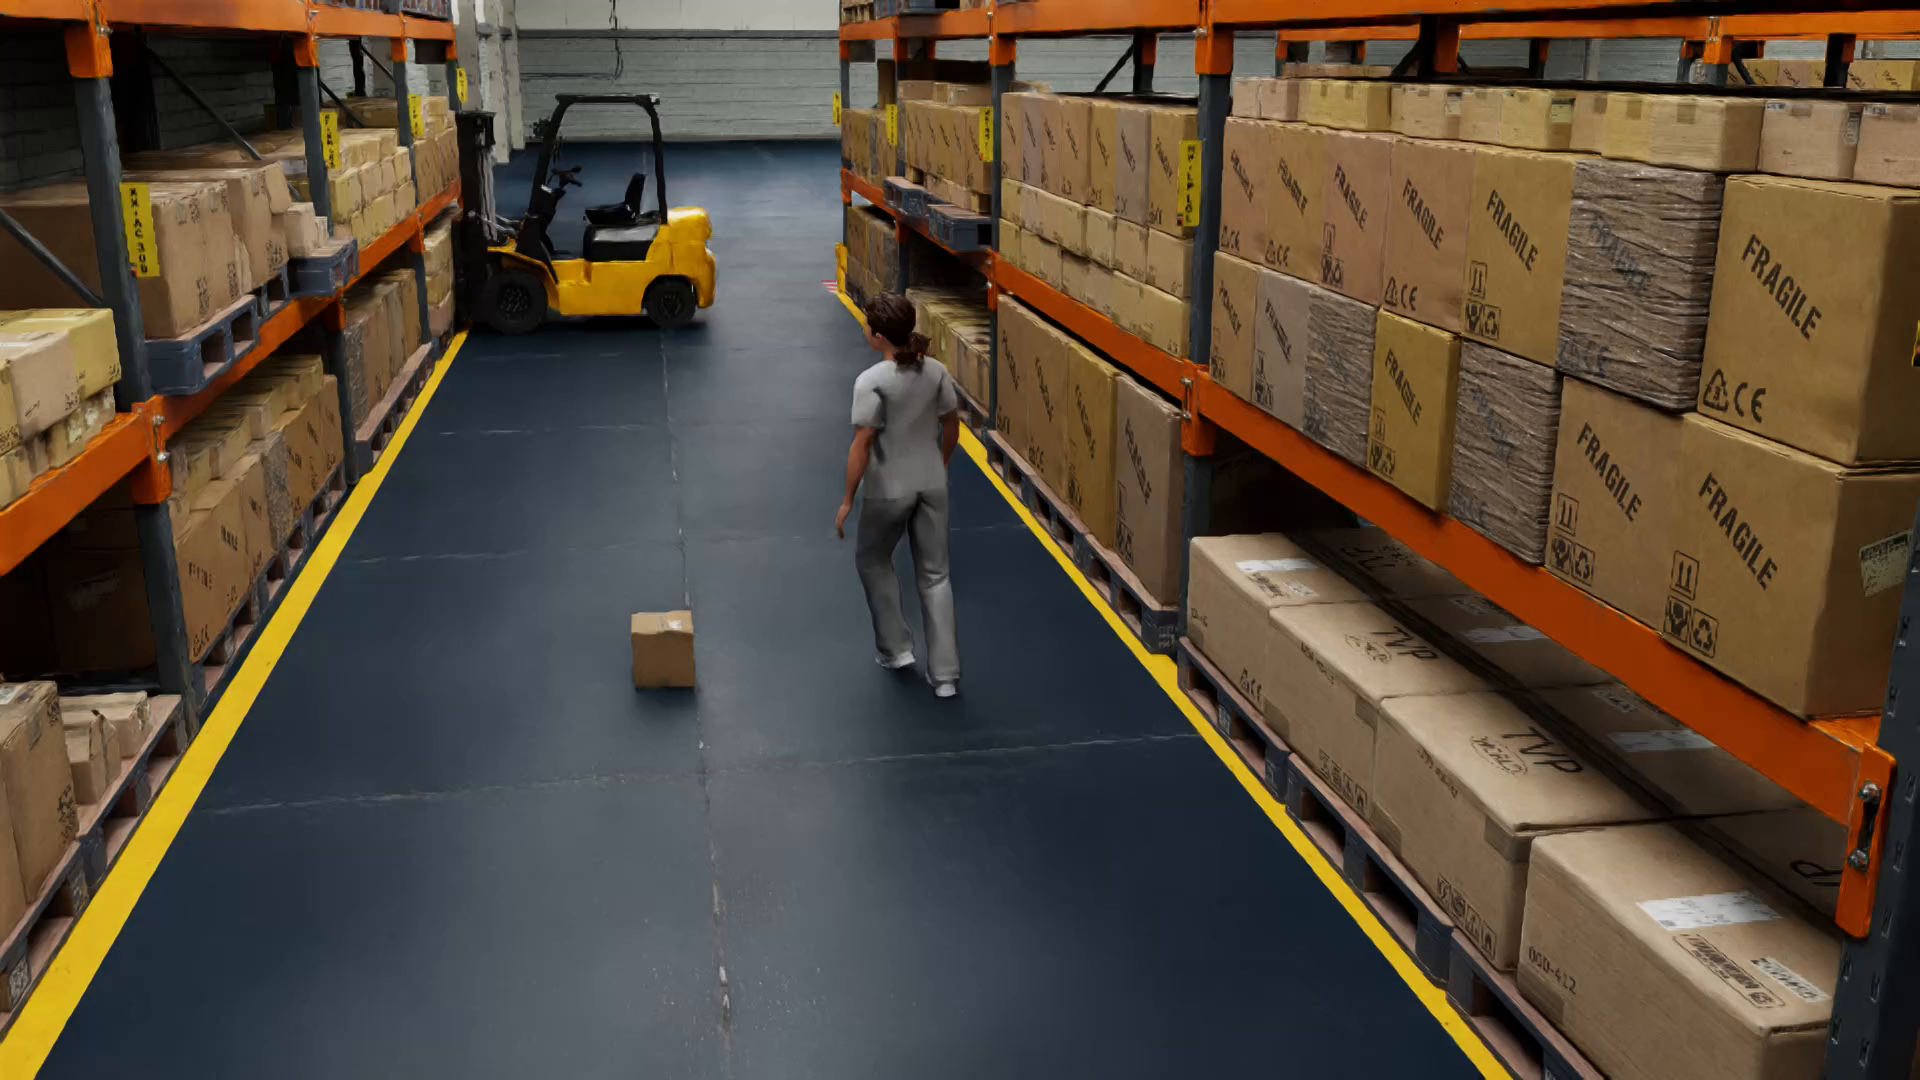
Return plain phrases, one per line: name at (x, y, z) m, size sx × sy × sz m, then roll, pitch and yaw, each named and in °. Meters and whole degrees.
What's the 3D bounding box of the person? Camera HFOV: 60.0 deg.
person at (-0.272, -0.179, 6.783) m, size 0.571 × 1.691 × 0.630 m, roll -8°, pitch 18°, yaw -24°
